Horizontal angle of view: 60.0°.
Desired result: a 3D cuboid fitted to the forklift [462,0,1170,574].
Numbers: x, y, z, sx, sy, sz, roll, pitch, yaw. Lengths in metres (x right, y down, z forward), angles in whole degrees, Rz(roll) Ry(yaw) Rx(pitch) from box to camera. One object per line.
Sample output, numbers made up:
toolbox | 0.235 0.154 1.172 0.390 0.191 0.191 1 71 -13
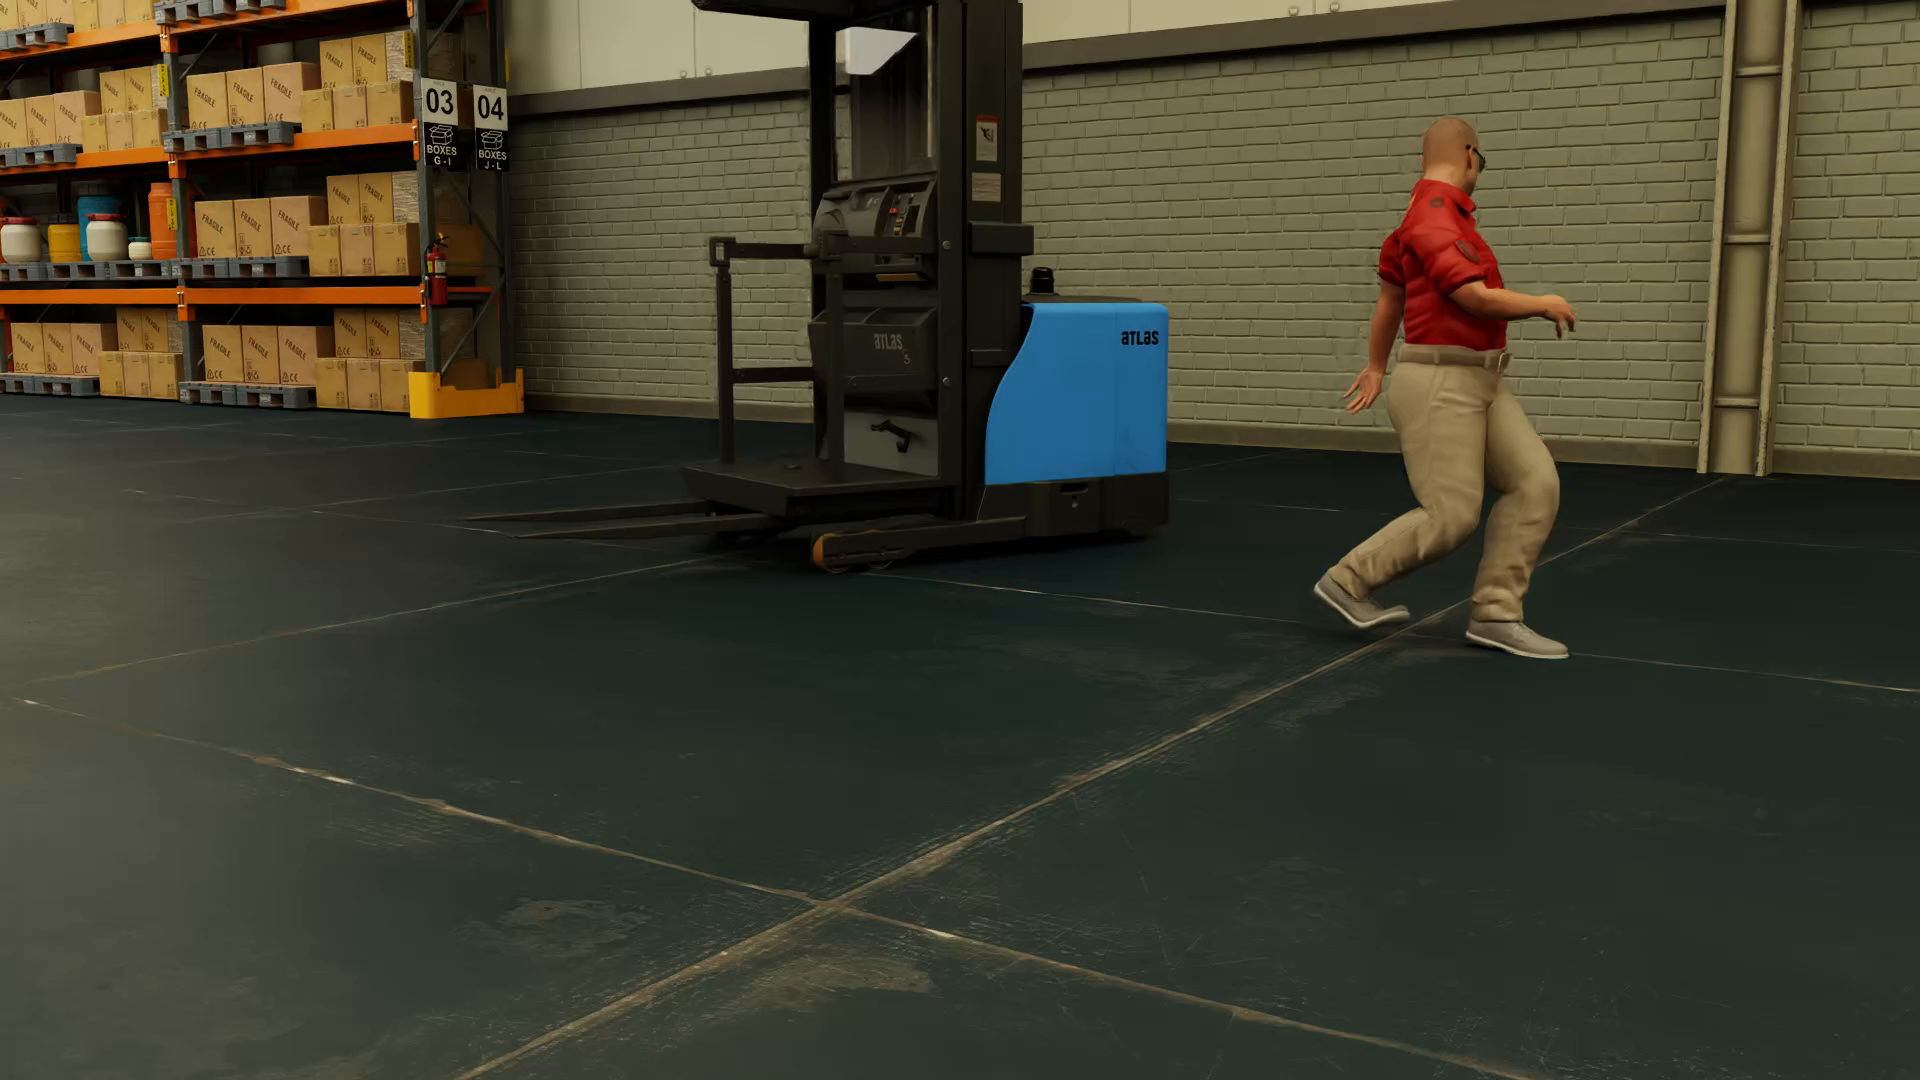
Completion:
forklift | -0.549 -1.399 7.034 3.031 2.935 1.130 -5 10 -33

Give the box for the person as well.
person | 1.511 -0.476 5.196 0.840 1.649 0.598 5 10 33
